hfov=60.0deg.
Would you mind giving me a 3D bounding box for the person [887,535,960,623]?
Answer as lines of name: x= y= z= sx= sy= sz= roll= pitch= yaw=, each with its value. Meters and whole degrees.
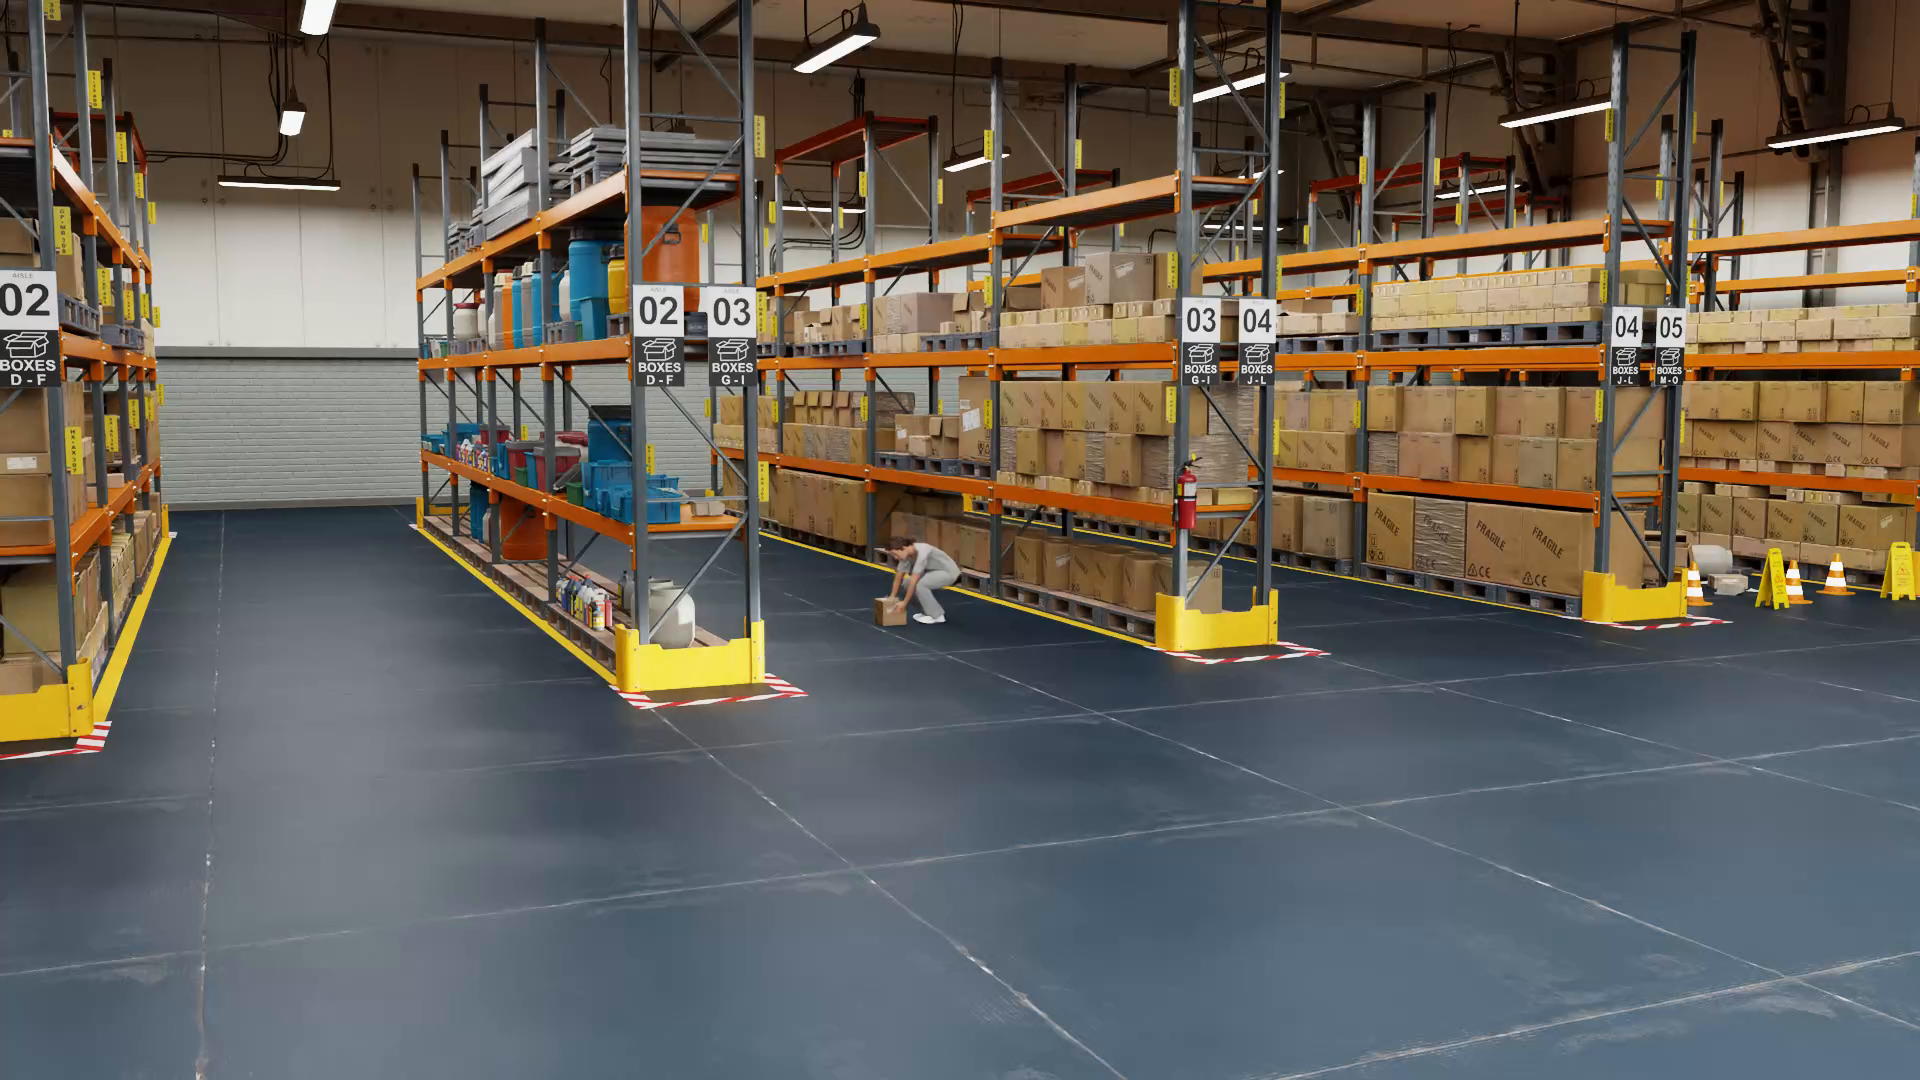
person: x=-0.382 y=0.388 z=16.950 sx=0.795 sy=0.910 sz=0.484 roll=-2 pitch=6 yaw=-24
